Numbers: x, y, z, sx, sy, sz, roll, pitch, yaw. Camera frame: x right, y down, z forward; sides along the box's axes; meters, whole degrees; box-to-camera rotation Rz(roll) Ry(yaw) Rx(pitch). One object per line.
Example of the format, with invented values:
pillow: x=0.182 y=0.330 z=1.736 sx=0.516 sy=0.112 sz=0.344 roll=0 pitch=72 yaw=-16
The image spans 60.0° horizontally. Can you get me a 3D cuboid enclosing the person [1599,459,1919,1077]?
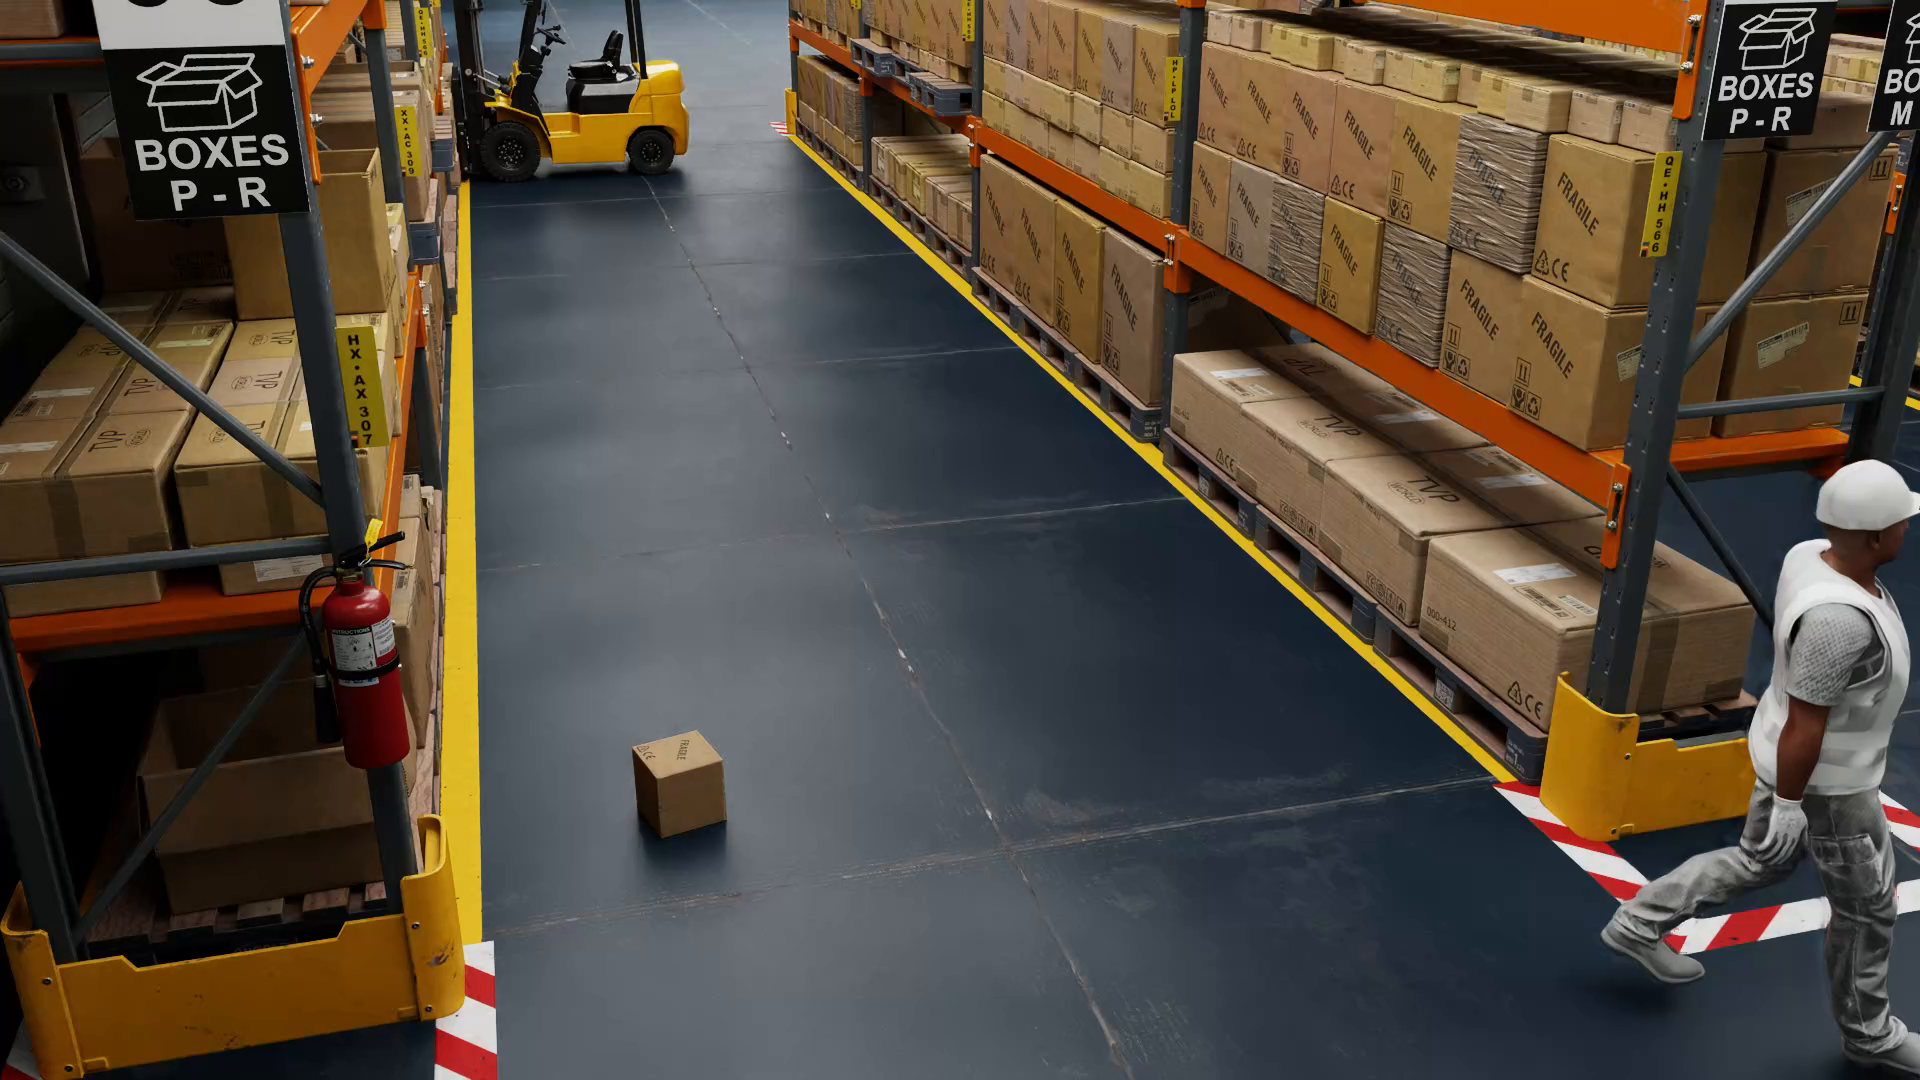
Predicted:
person: x=2.391 y=0.618 z=4.588 sx=0.978 sy=1.757 sz=0.608 roll=8 pitch=24 yaw=19
